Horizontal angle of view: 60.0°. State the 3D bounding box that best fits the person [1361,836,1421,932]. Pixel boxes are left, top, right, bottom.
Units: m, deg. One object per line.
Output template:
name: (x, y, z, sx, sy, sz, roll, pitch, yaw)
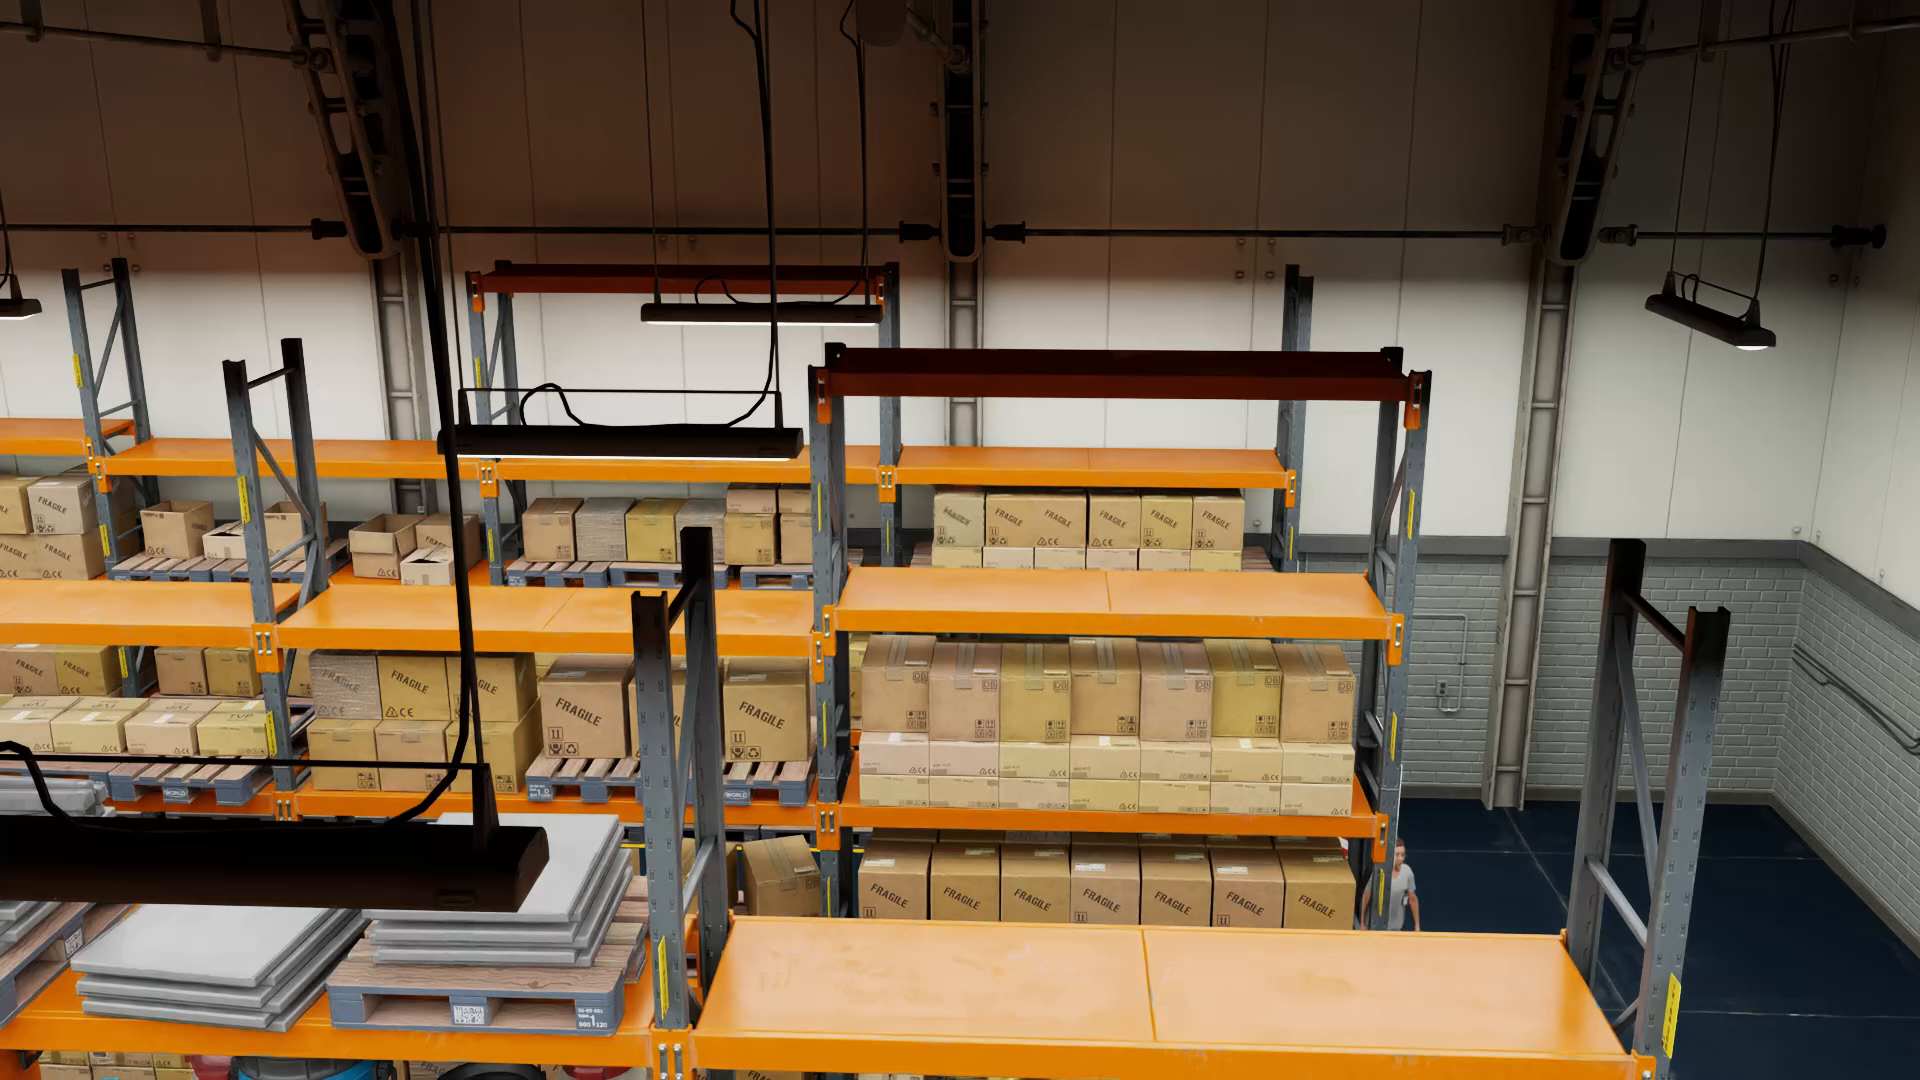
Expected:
person: (3.670, 3.321, 14.249, 0.485, 1.711, 0.591, -6, 17, -19)
